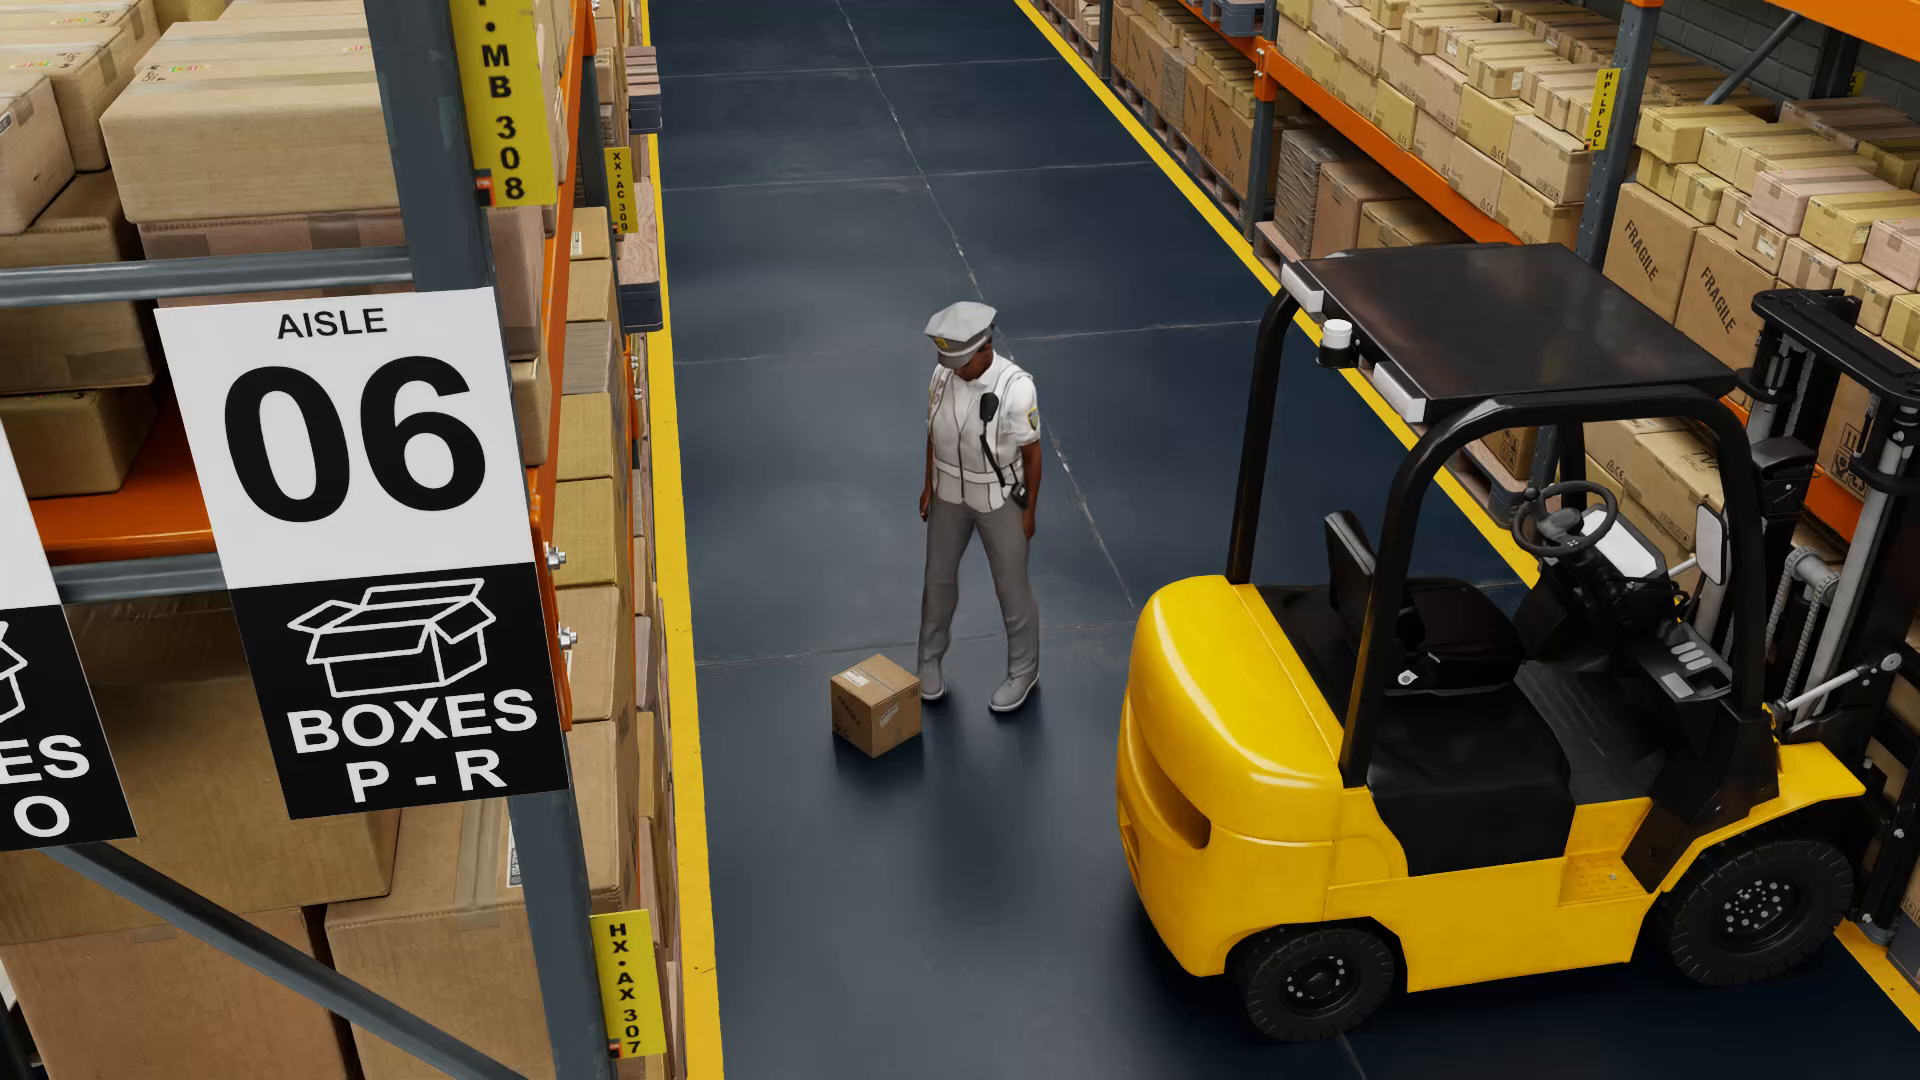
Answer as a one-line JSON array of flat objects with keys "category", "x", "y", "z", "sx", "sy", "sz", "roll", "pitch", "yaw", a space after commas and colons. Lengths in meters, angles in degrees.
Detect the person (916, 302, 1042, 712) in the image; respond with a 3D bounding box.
[{"category": "person", "x": 0.044, "y": -0.129, "z": 6.327, "sx": 0.505, "sy": 1.653, "sz": 0.423, "roll": 17, "pitch": 35, "yaw": 26}]
